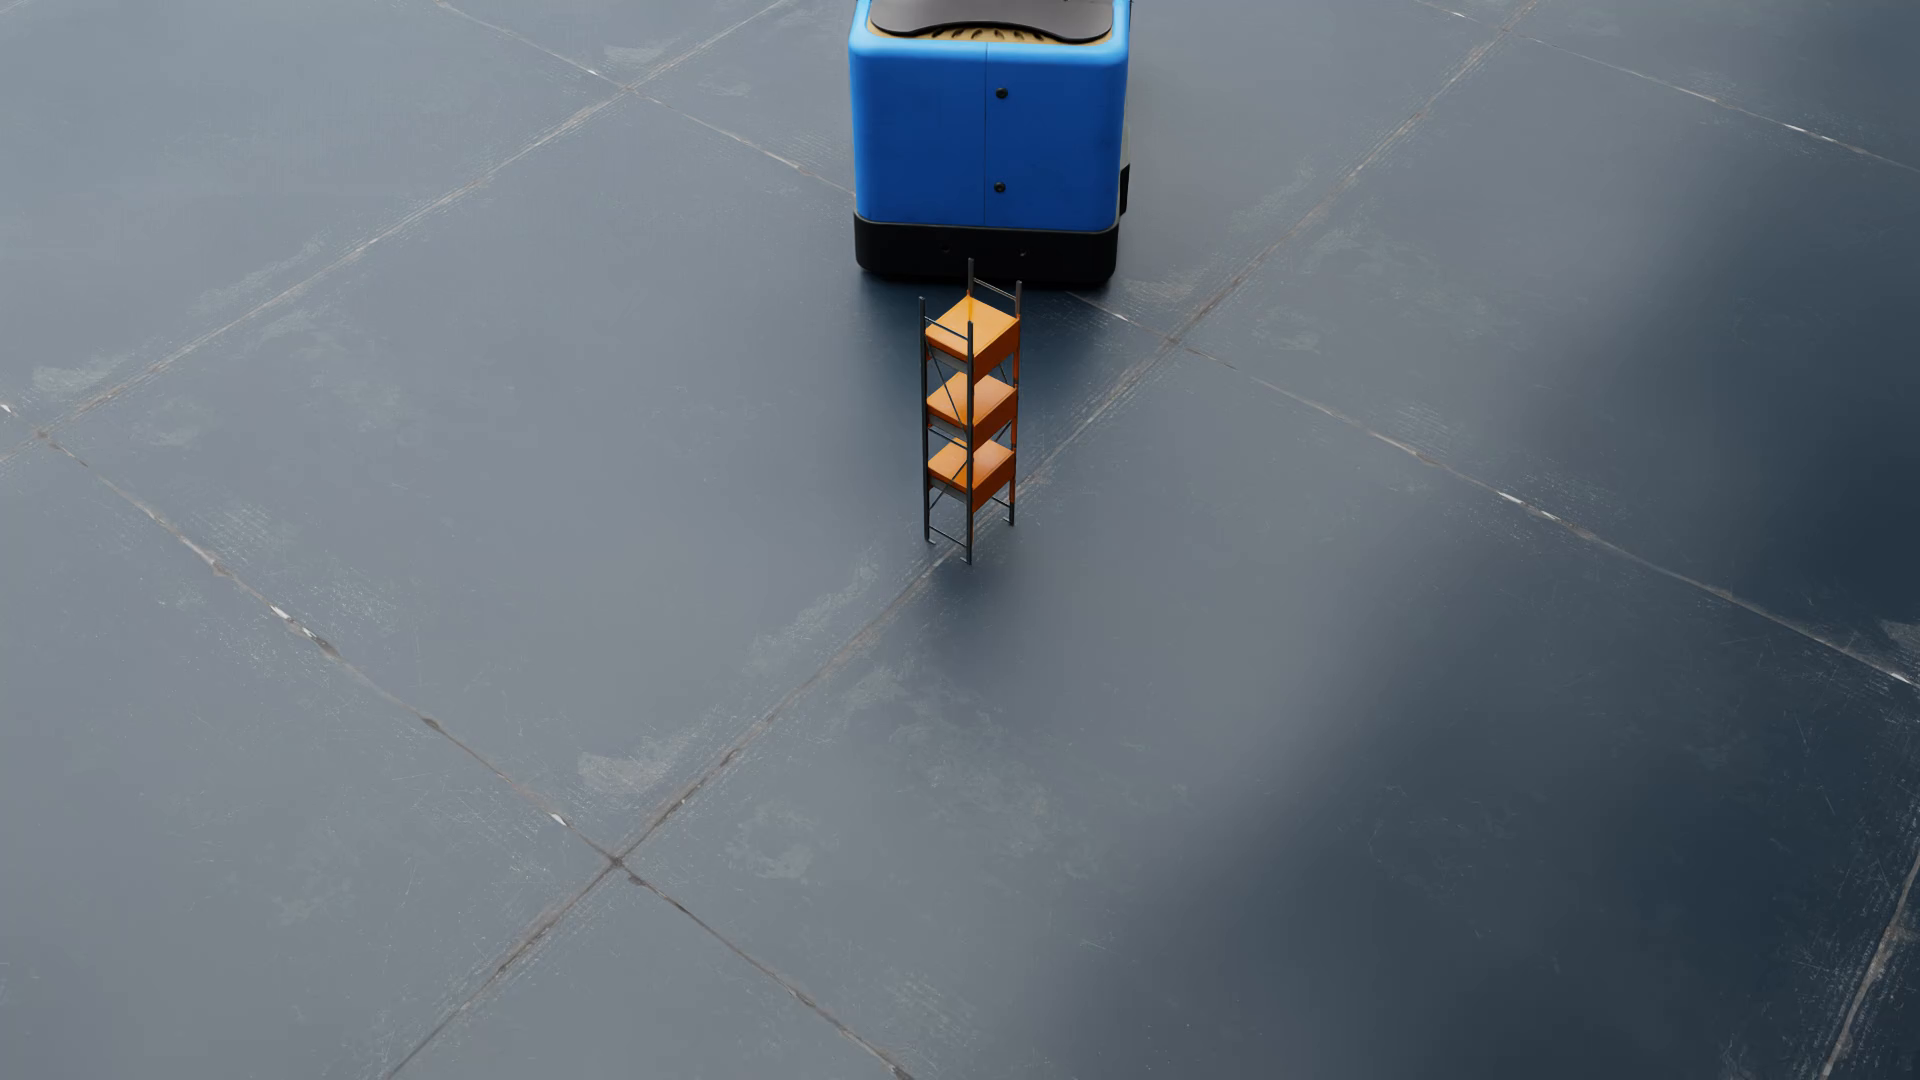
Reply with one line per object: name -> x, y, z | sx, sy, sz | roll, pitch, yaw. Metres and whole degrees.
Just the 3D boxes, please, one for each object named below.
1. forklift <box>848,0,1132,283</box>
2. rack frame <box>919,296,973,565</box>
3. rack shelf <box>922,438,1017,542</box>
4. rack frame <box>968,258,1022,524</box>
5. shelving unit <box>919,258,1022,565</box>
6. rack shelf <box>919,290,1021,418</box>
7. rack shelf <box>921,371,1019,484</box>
forklift -> 0.213, -3.102, 6.686 | 1.130, 2.935, 3.031 | 3, 46, 3
rack frame -> -0.042, -0.323, 5.333 | 0.200, 1.050, 0.008 | 29, 53, 25
rack shelf -> 0.033, -0.194, 5.608 | 0.215, 0.259, 0.240 | 29, 53, 25
rack frame -> 0.107, -0.463, 5.466 | 0.200, 1.050, 0.008 | 29, 53, 25
shelving unit -> 0.033, -0.393, 5.400 | 0.215, 1.050, 0.252 | 29, 53, 25
rack shelf -> 0.033, -0.582, 5.202 | 0.215, 0.259, 0.240 | 29, 53, 25
rack shelf -> 0.033, -0.386, 5.407 | 0.215, 0.259, 0.240 | 29, 53, 25
